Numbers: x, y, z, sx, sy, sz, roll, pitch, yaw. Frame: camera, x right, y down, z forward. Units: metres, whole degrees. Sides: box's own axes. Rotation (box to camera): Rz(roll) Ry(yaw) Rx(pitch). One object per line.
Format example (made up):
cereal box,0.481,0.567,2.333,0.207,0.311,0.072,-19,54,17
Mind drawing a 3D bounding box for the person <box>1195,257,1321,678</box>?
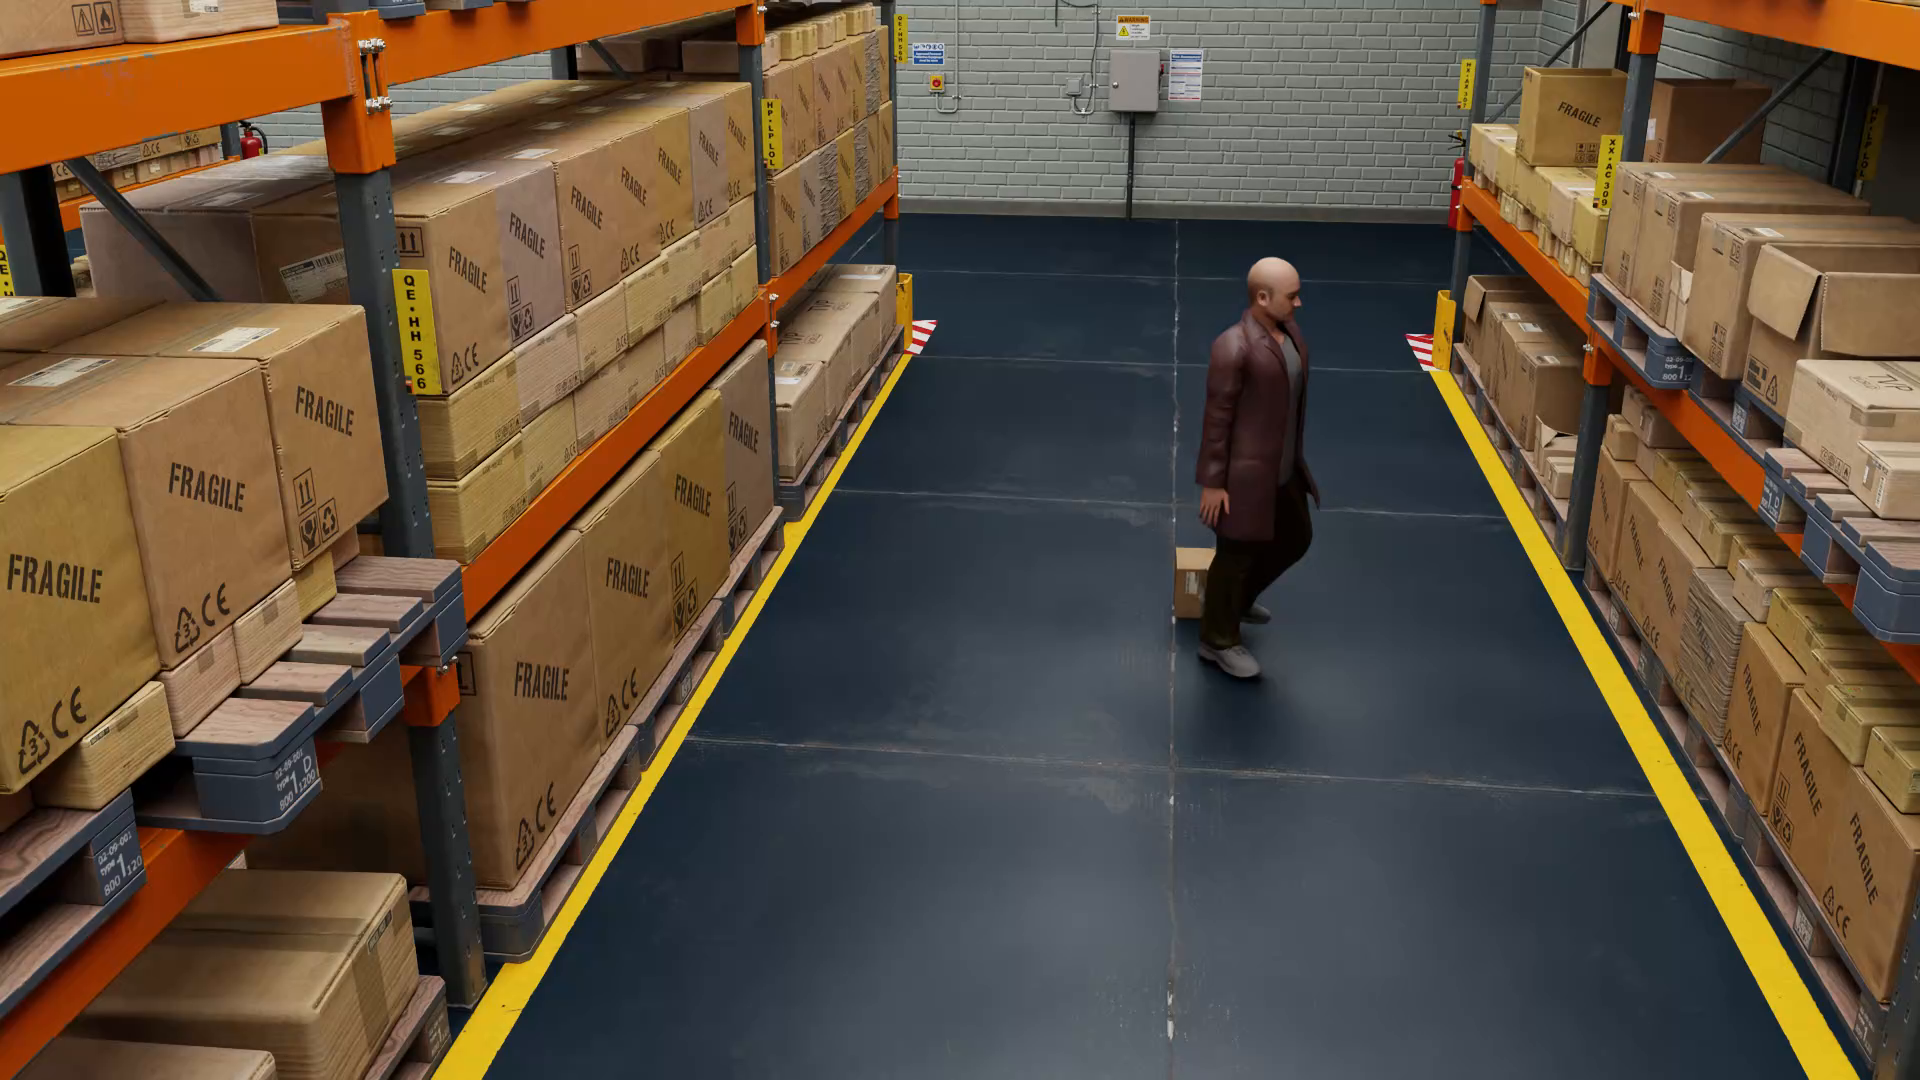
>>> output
person,1.189,-0.312,6.876,0.546,1.766,0.732,18,27,39
